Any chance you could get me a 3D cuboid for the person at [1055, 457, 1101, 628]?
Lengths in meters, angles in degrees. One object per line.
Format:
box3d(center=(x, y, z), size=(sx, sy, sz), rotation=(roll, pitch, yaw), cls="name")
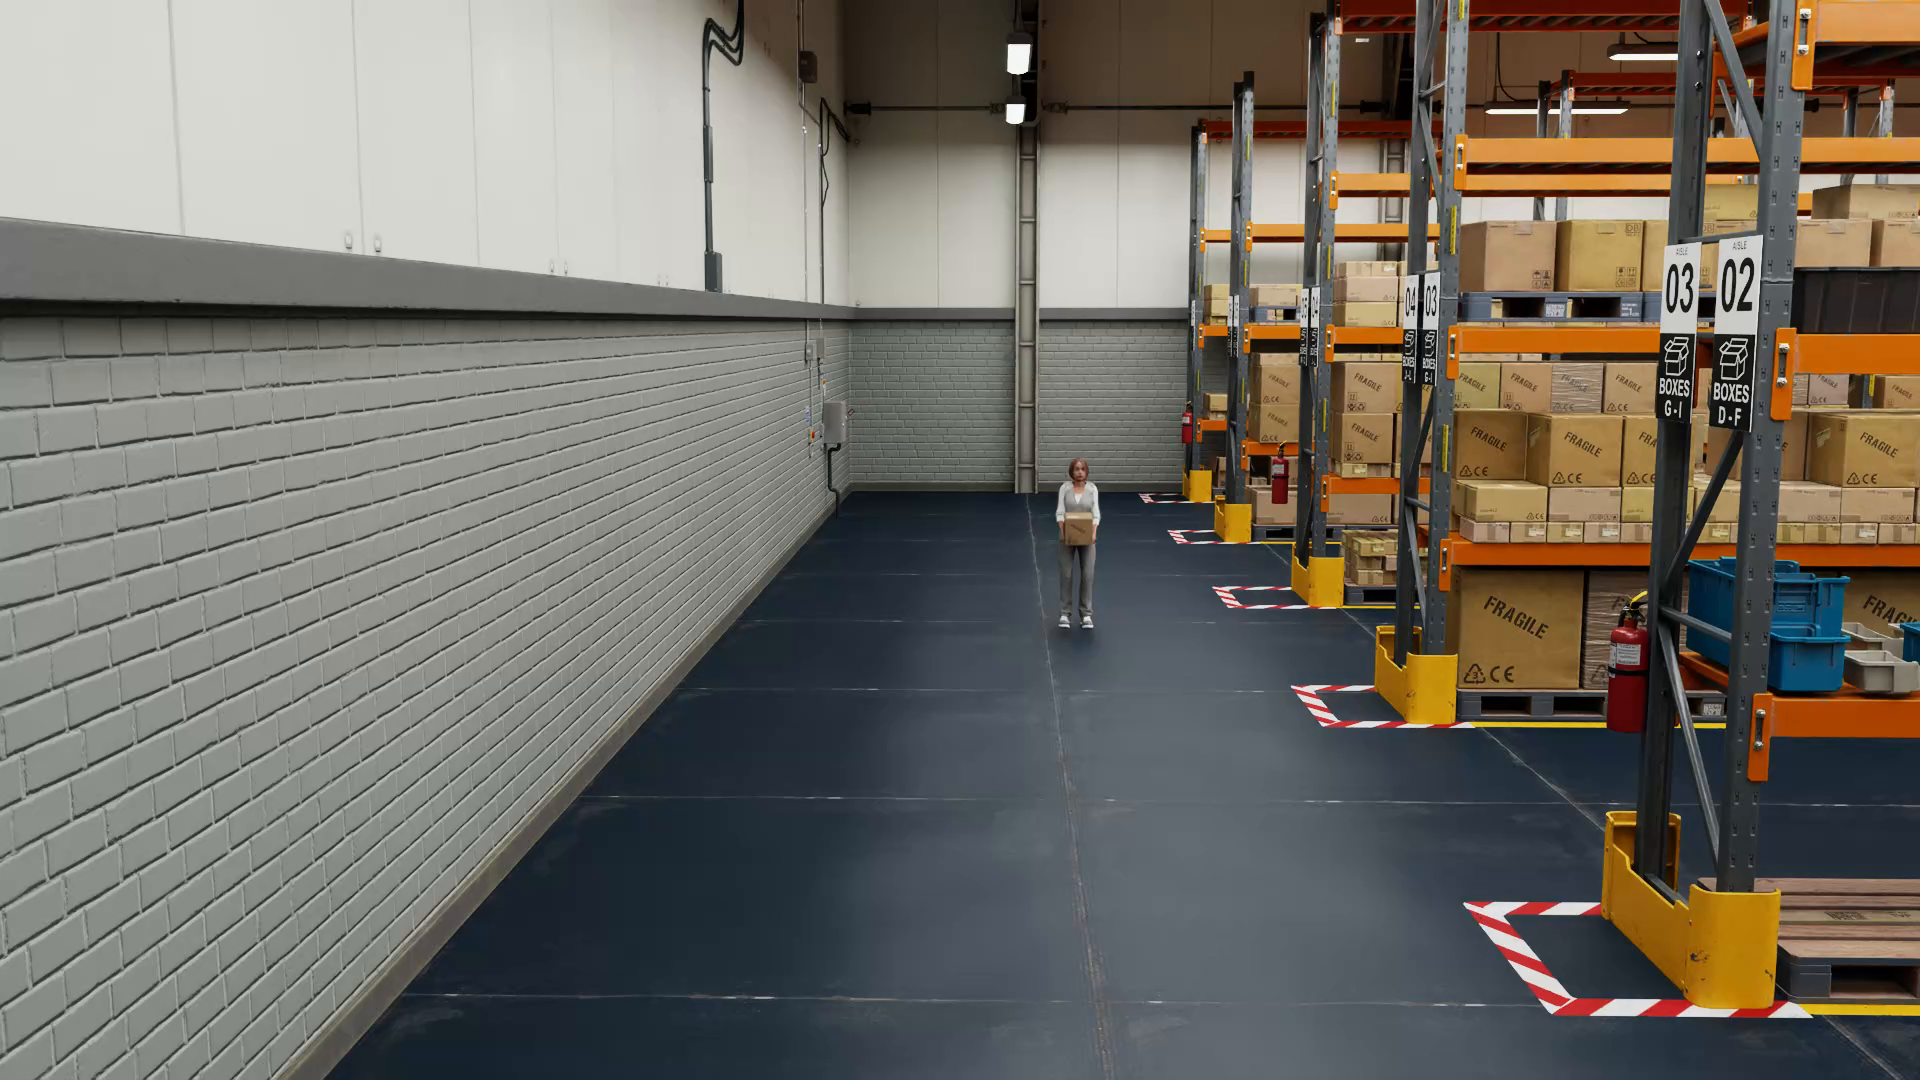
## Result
box3d(center=(1.105, 0.043, 15.580), size=(0.425, 1.570, 0.489), rotation=(0, 7, 1), cls="person")
